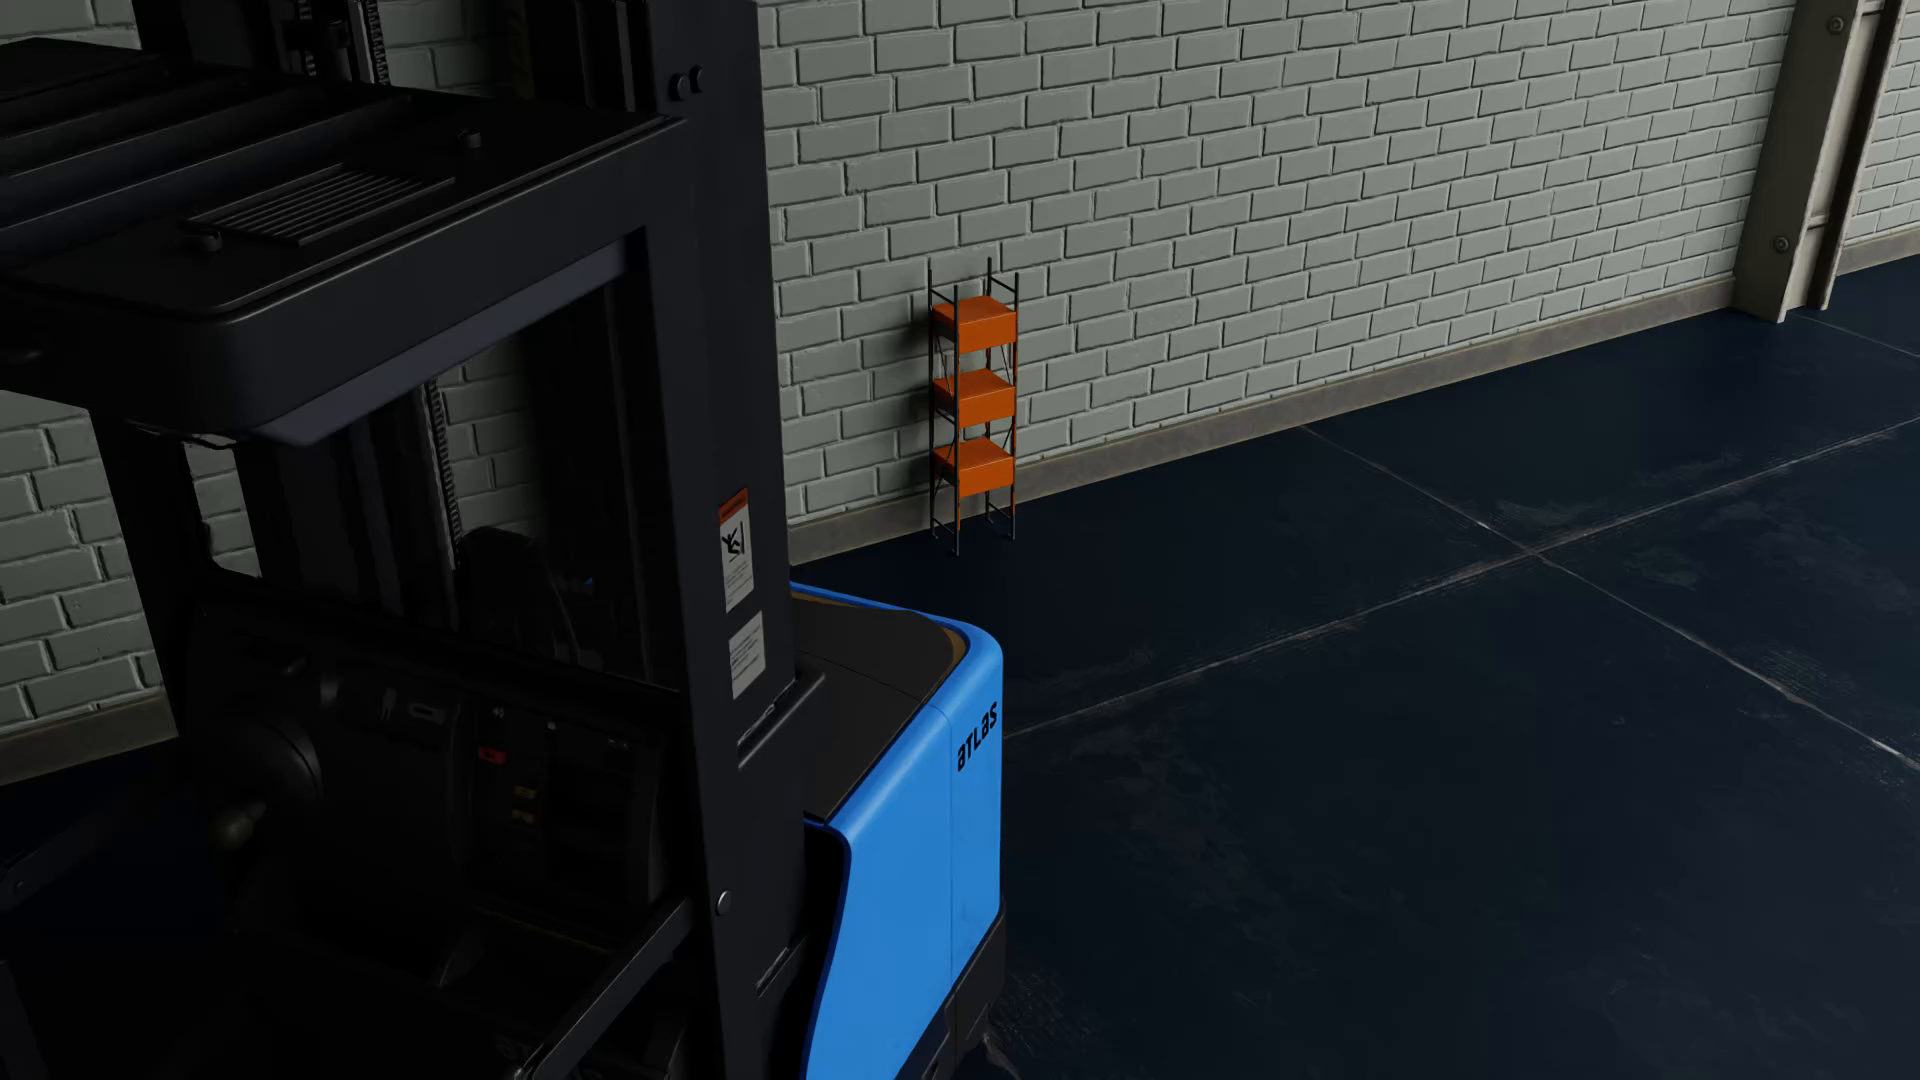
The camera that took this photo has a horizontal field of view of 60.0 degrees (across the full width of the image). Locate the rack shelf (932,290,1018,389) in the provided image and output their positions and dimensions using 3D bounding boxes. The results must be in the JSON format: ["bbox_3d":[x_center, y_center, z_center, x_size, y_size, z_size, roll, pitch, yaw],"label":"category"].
[{"bbox_3d":[0.046,-0.712,5.888,0.240,0.259,0.215,-16,33,-26],"label":"rack shelf"}]

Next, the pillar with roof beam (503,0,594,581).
[{"bbox_3d":[1.122,-1.858,0.303,0.400,9.000,9.100,-16,33,-26],"label":"pillar with roof beam"}]

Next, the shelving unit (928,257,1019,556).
[{"bbox_3d":[0.046,-0.473,6.020,0.252,1.050,0.215,-16,33,-26],"label":"shelving unit"}]

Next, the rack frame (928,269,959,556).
[{"bbox_3d":[-0.059,-0.443,5.966,0.008,1.050,0.200,-16,33,-26],"label":"rack frame"}]

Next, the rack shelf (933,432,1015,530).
[{"bbox_3d":[0.046,-0.220,6.159,0.240,0.259,0.215,-16,33,-26],"label":"rack shelf"}]

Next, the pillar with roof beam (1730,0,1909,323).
[{"bbox_3d":[6.295,-3.326,2.964,0.400,9.000,9.100,-16,33,-26],"label":"pillar with roof beam"}]

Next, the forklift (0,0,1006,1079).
[{"bbox_3d":[-0.953,0.408,2.476,1.130,2.935,3.031,12,31,21],"label":"forklift"}]

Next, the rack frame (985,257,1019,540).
[{"bbox_3d":[0.151,-0.503,6.074,0.008,1.050,0.200,-16,33,-26],"label":"rack frame"}]

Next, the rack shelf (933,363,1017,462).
[{"bbox_3d":[0.046,-0.463,6.025,0.240,0.259,0.215,-16,33,-26],"label":"rack shelf"}]
